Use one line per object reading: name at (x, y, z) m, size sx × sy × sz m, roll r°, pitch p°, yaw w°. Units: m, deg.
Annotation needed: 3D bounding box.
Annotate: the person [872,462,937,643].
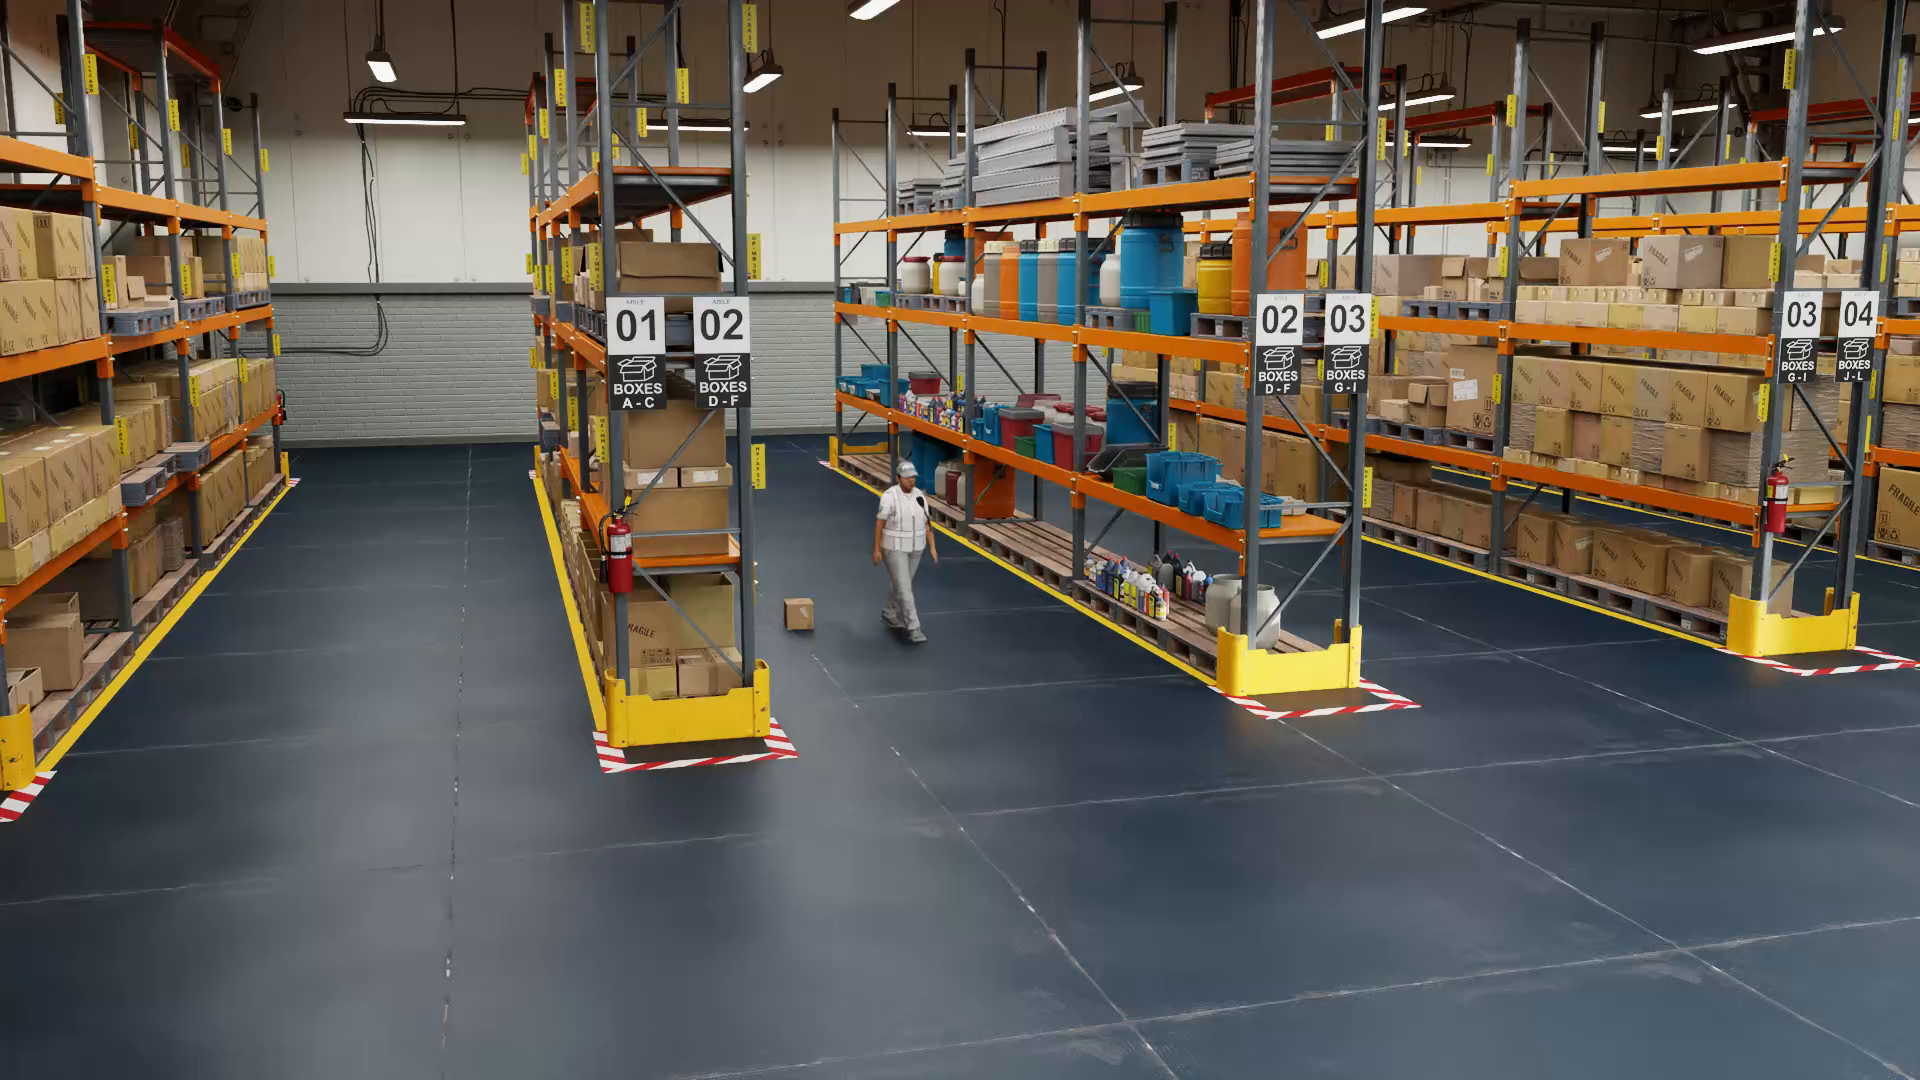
person at (-0.485, 0.076, 15.356) m, size 0.520 × 1.600 × 0.983 m, roll -7°, pitch 12°, yaw -37°
